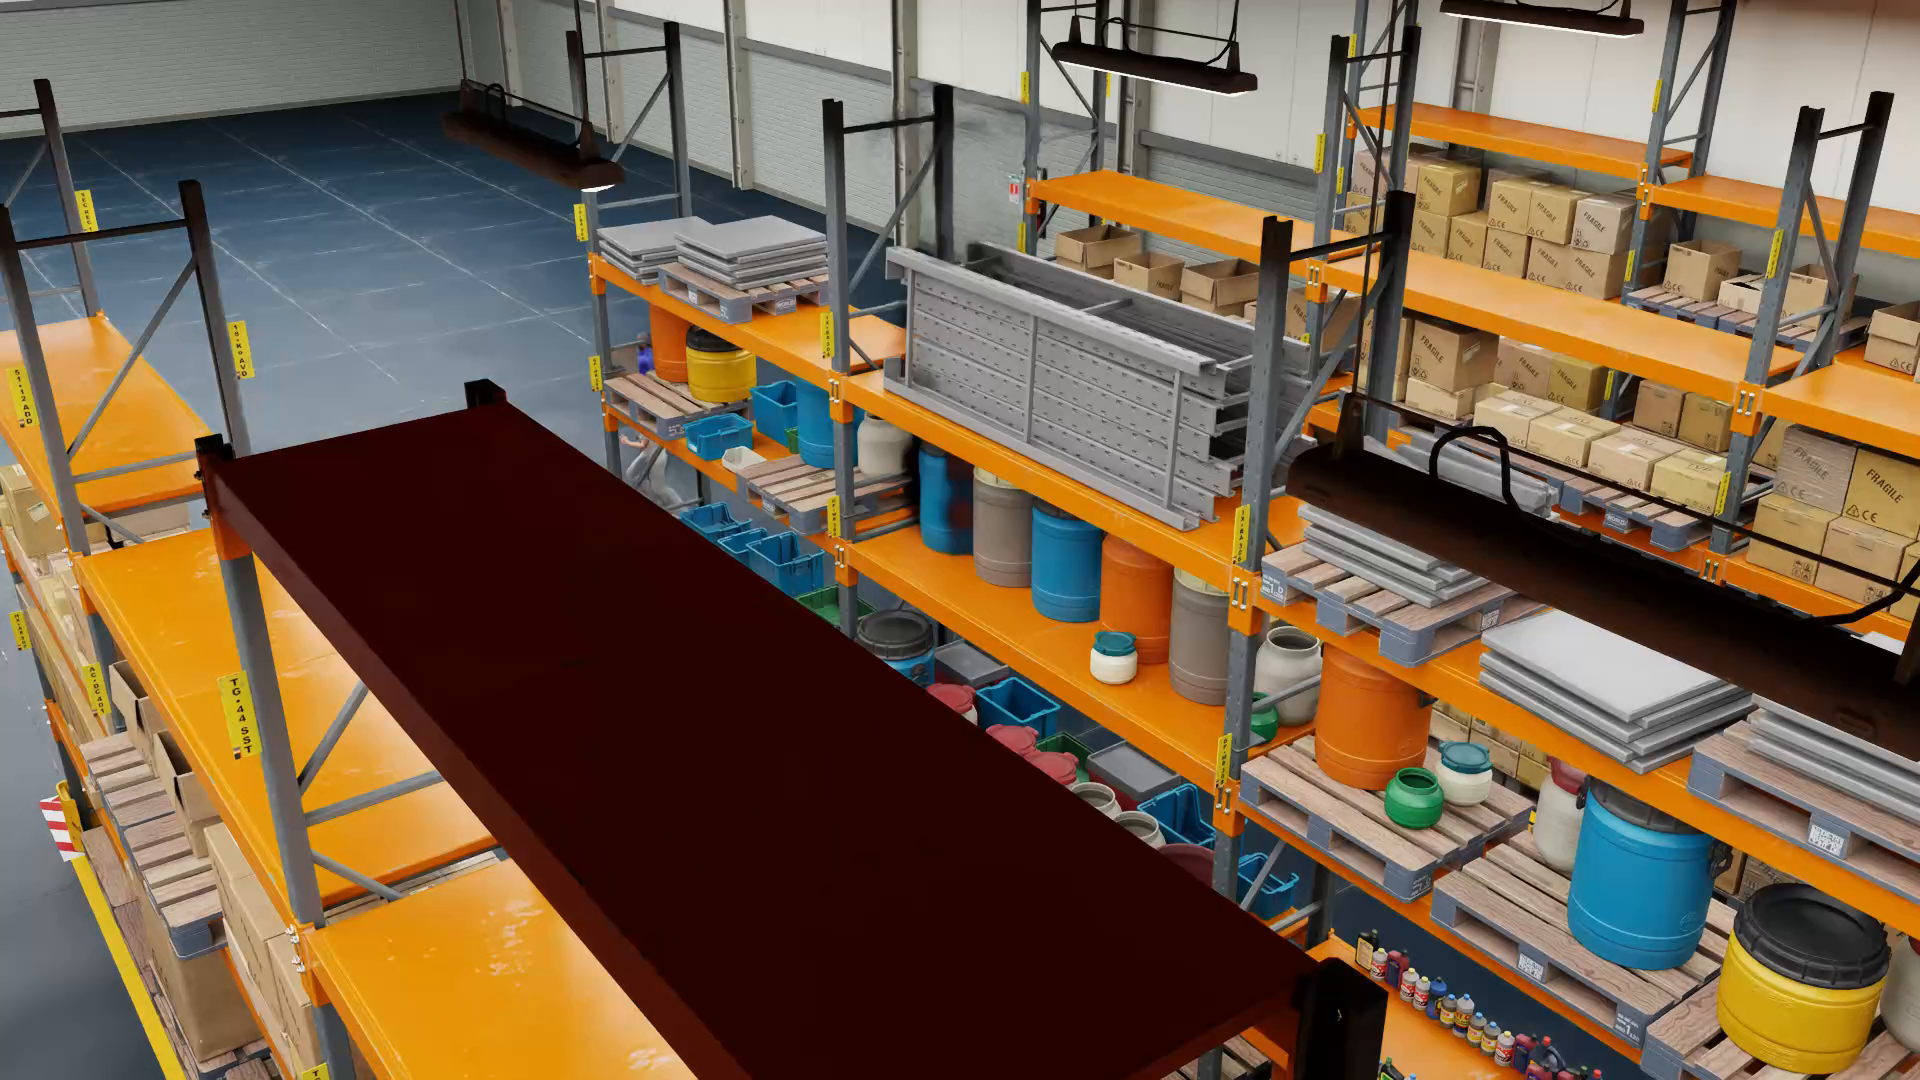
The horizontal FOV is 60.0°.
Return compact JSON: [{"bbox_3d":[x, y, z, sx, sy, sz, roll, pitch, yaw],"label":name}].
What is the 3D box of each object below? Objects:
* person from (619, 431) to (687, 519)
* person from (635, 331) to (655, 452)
[{"bbox_3d":[-3.541,-0.960,19.082,0.742,1.616,0.598,-3,25,-7],"label":"person"},{"bbox_3d":[-3.965,-1.872,21.130,0.533,1.613,0.625,-5,25,-12],"label":"person"}]
